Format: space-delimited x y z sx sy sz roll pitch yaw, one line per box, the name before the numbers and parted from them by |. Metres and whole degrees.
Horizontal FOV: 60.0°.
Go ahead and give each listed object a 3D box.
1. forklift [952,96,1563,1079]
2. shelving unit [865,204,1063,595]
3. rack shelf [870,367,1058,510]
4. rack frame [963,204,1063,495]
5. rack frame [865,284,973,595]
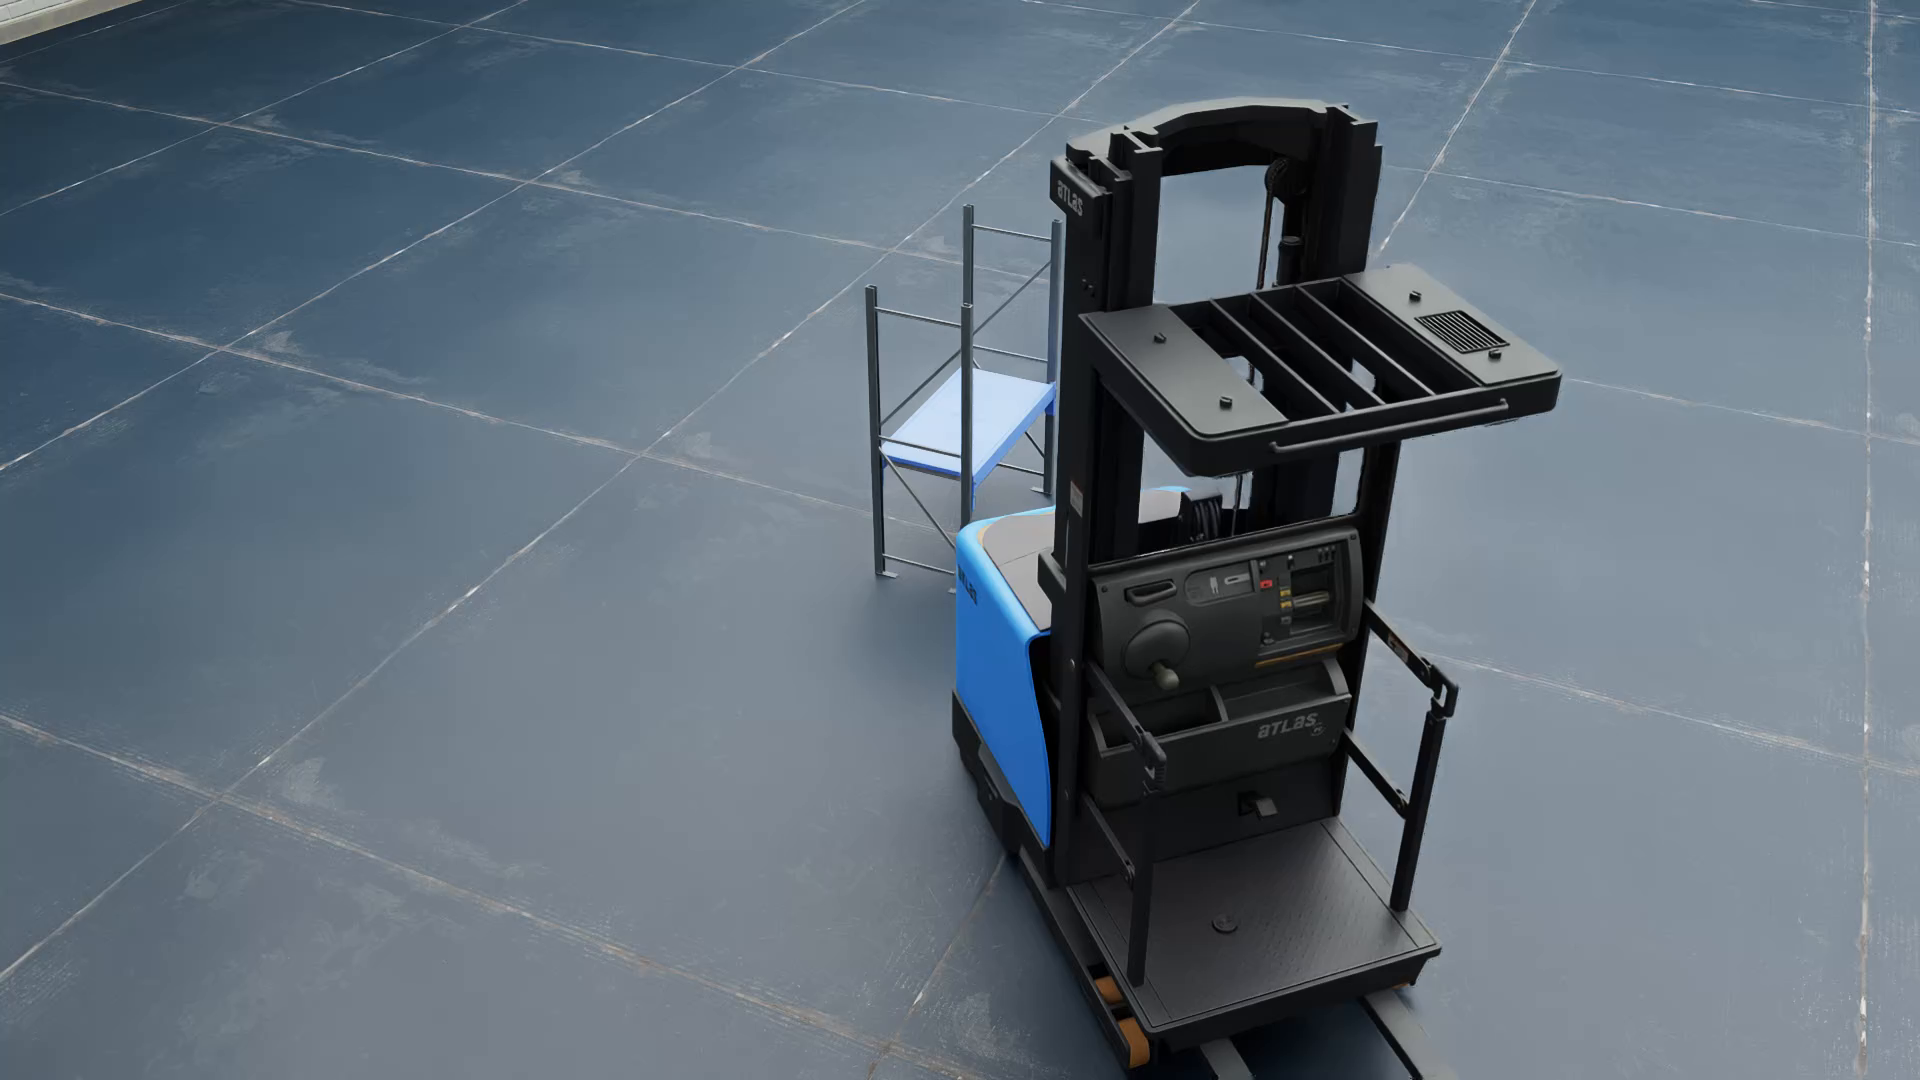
forklift | 0.943 0.281 5.148 1.130 2.935 3.031 -11 35 -16
shelving unit | 0.036 -0.670 7.904 0.538 1.500 1.048 14 36 20
rack shelf | 0.036 -0.519 8.002 0.538 0.185 1.000 14 36 20
rack frame | 0.248 -0.923 8.290 0.500 1.500 0.032 14 36 20
rack frame | -0.177 -0.417 7.517 0.500 1.500 0.032 14 36 20
